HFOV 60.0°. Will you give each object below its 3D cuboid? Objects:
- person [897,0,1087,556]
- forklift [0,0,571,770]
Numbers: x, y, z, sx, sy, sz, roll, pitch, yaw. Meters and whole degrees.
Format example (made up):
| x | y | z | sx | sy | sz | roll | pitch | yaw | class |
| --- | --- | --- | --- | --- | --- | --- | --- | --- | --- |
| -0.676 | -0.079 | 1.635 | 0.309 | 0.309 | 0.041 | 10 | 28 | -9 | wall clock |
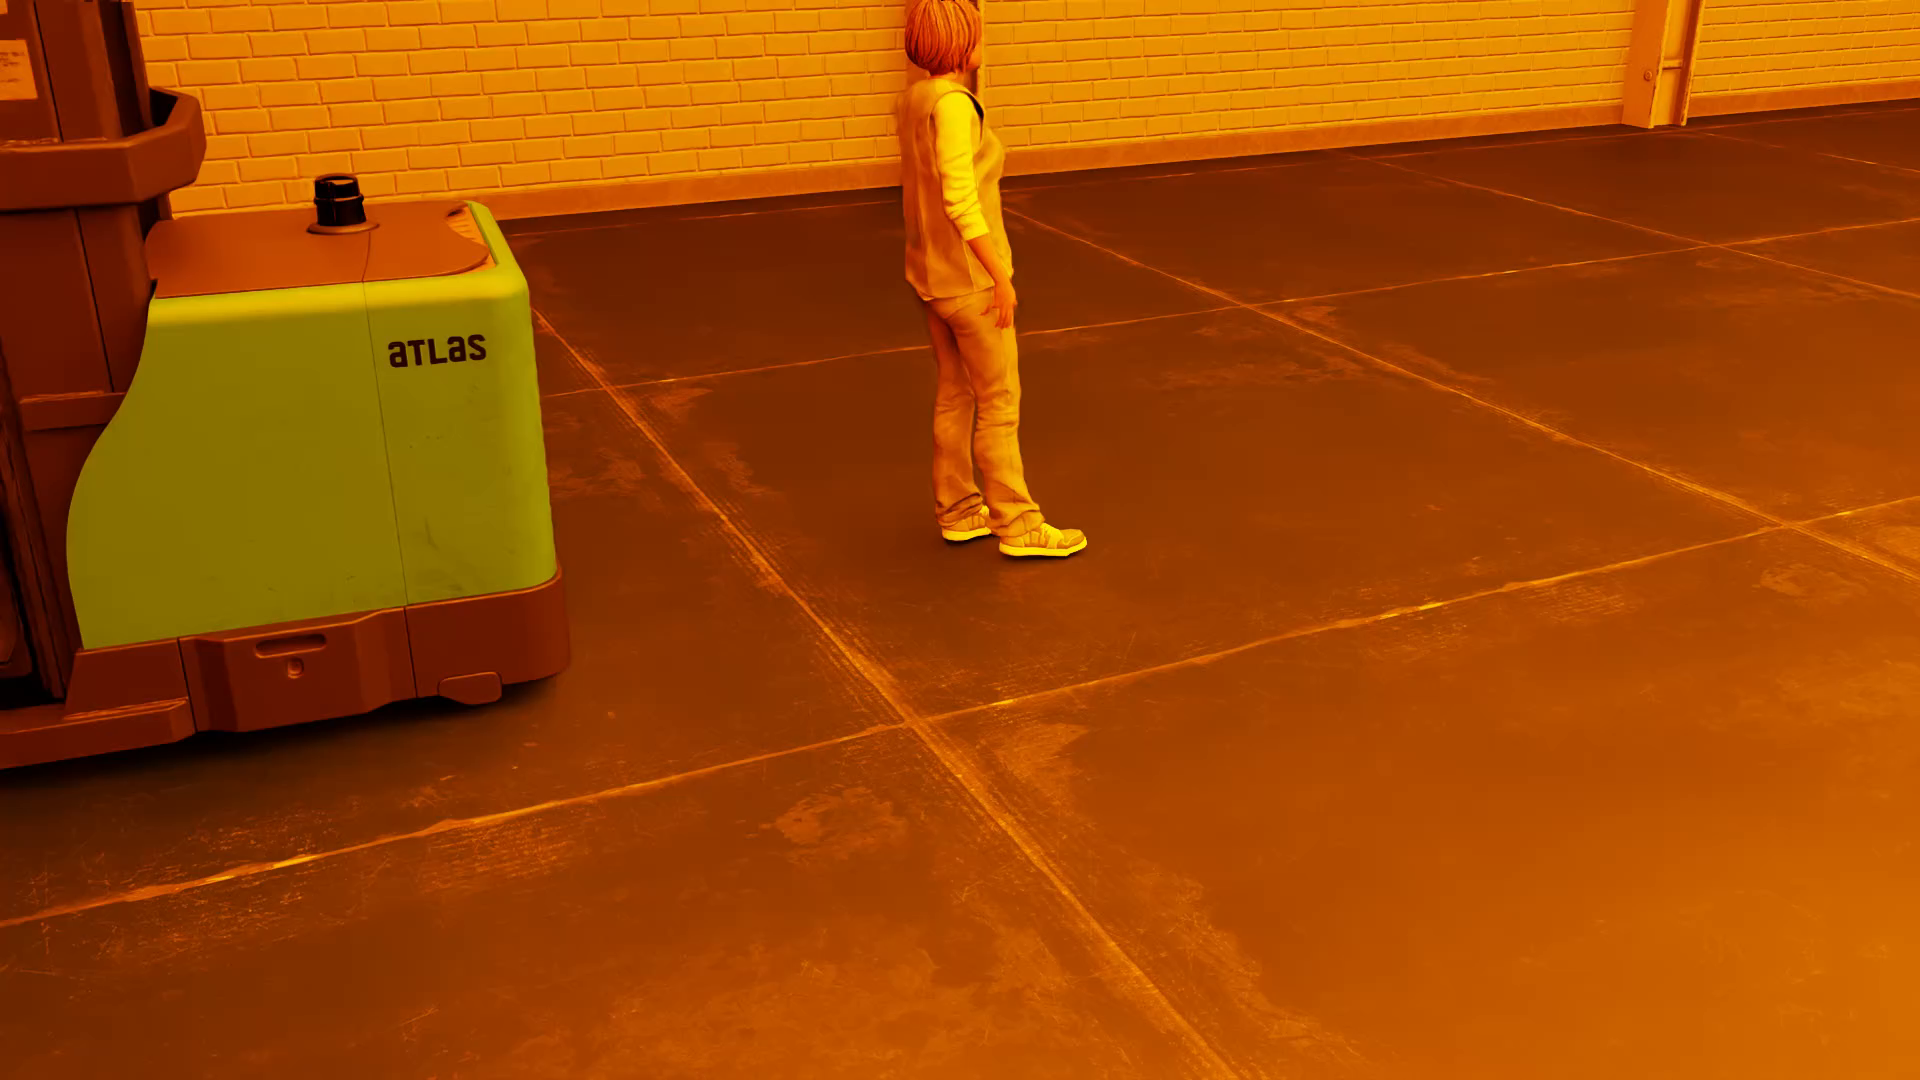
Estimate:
| x | y | z | sx | sy | sz | roll | pitch | yaw | class |
| --- | --- | --- | --- | --- | --- | --- | --- | --- | --- |
| 0.082 | -0.752 | 4.825 | 0.489 | 1.598 | 0.506 | -8 | 24 | -18 | person |
| -2.553 | -0.945 | 3.561 | 3.031 | 2.935 | 1.130 | -8 | 24 | -18 | forklift |
